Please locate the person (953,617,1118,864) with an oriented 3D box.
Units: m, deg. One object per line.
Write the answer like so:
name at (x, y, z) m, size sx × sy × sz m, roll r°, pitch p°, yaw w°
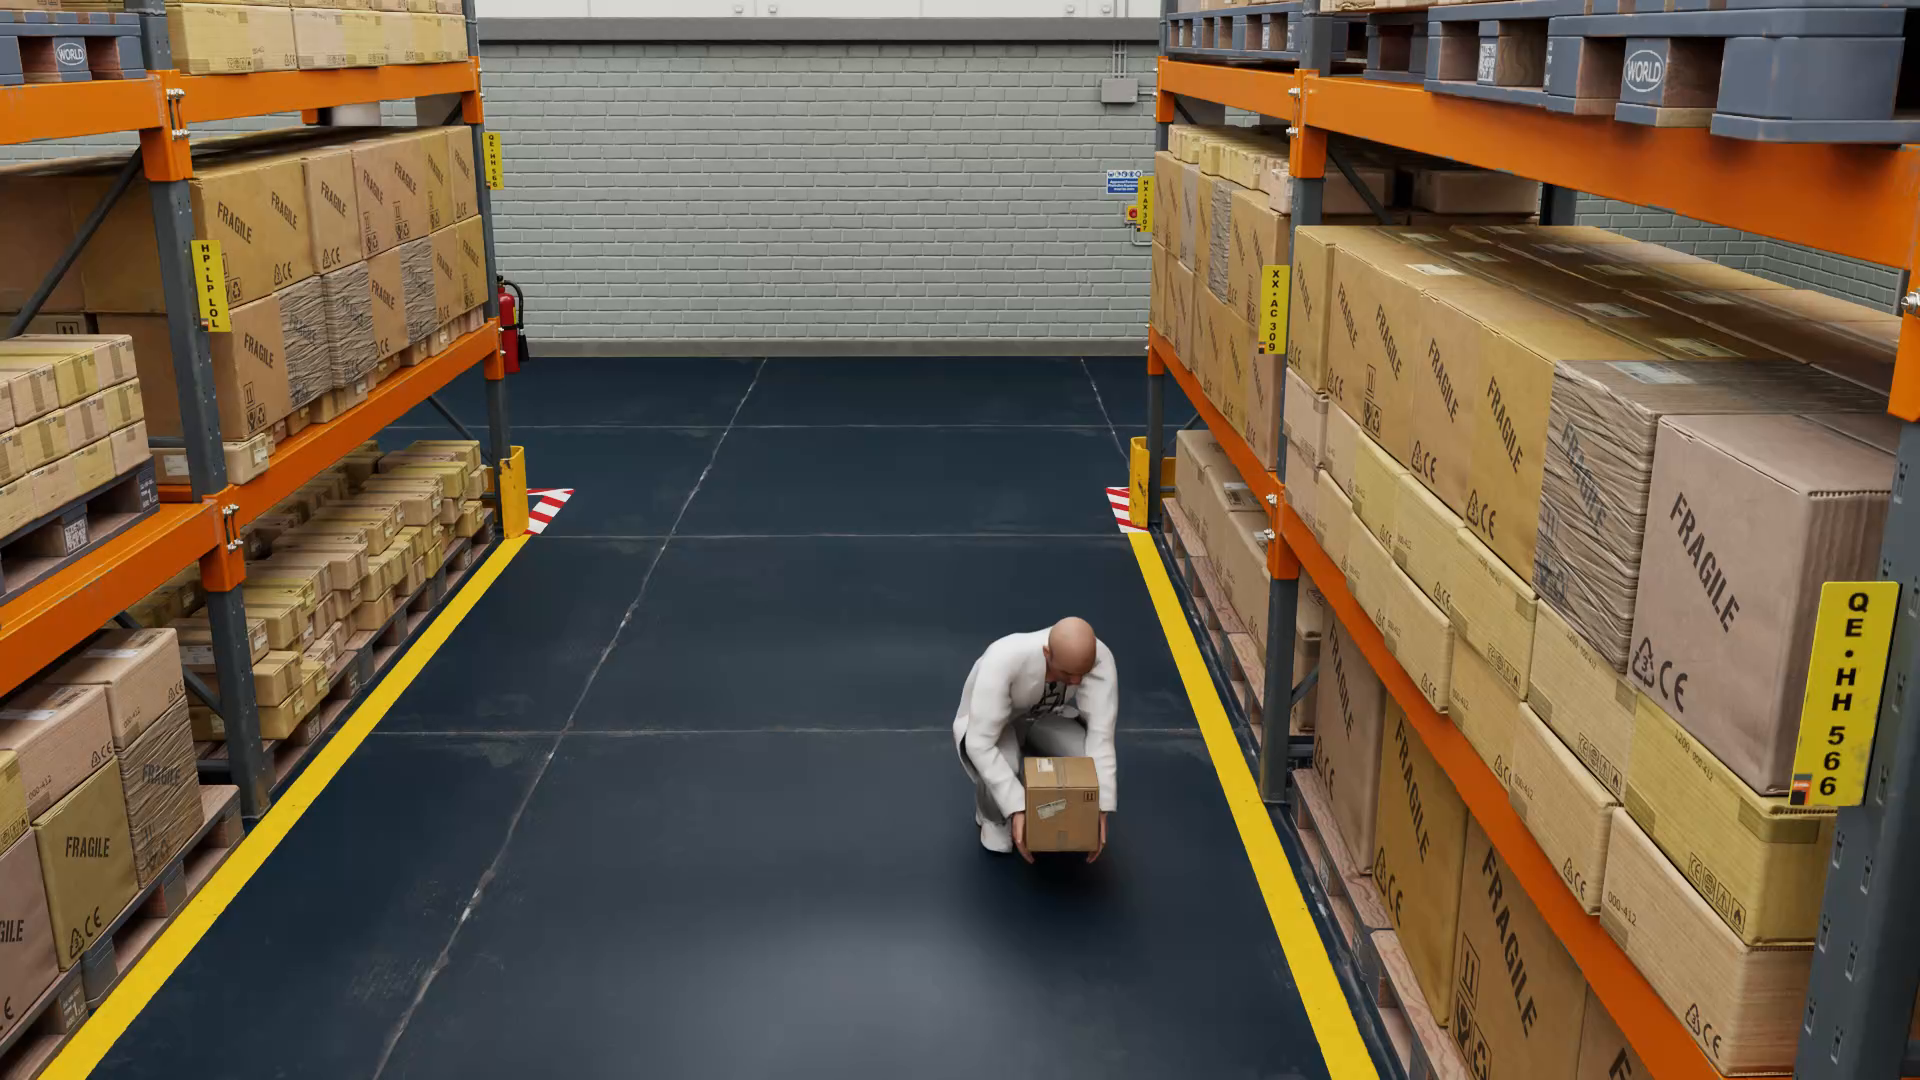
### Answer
person at (0.282, 0.691, 6.166) m, size 0.596 × 0.987 × 0.907 m, roll -4°, pitch 17°, yaw -14°
